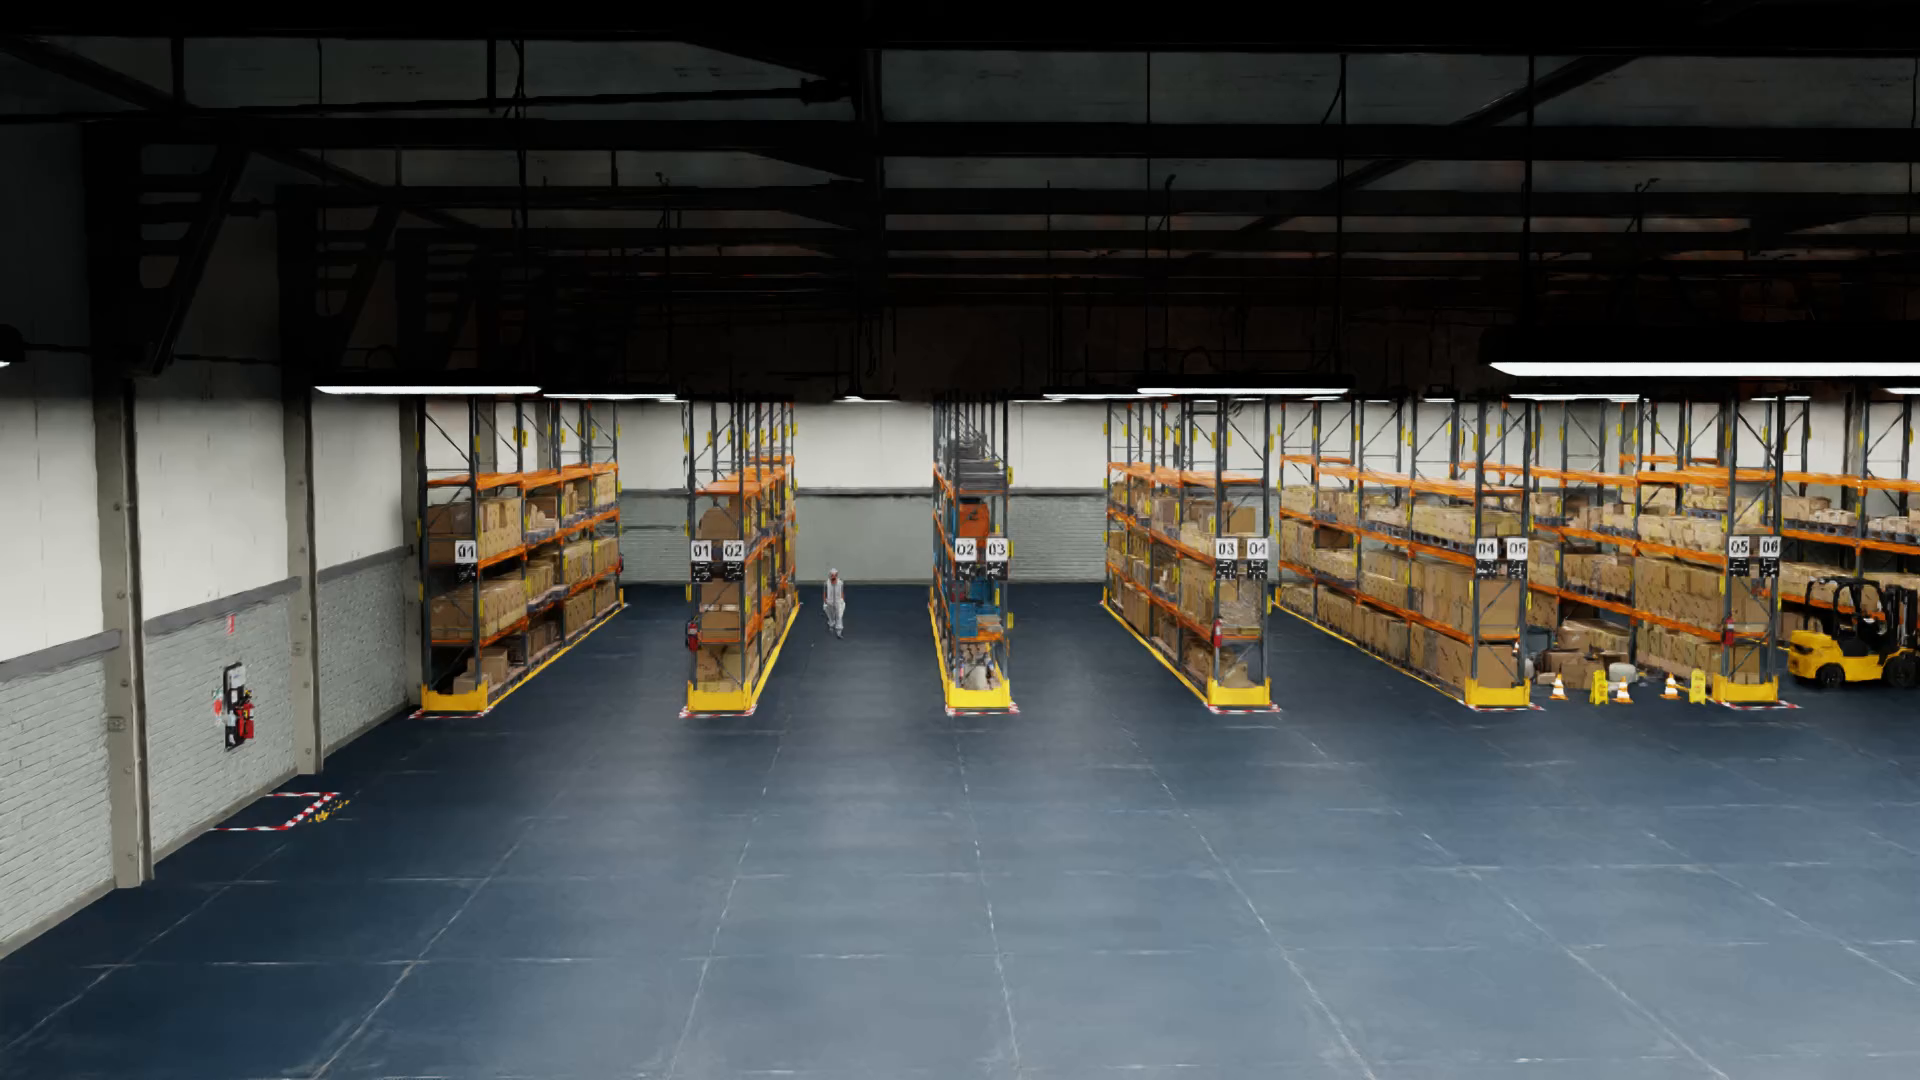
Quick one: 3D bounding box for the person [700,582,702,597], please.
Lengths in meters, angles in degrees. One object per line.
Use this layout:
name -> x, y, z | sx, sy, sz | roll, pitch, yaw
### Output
person -> -6.644, 1.331, 43.933 | 0.449, 1.567, 1.074 | 0, 5, 1

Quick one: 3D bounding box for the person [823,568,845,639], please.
person -> -3.086, 1.530, 40.708 | 0.557, 1.705, 1.116 | 0, 5, -4
